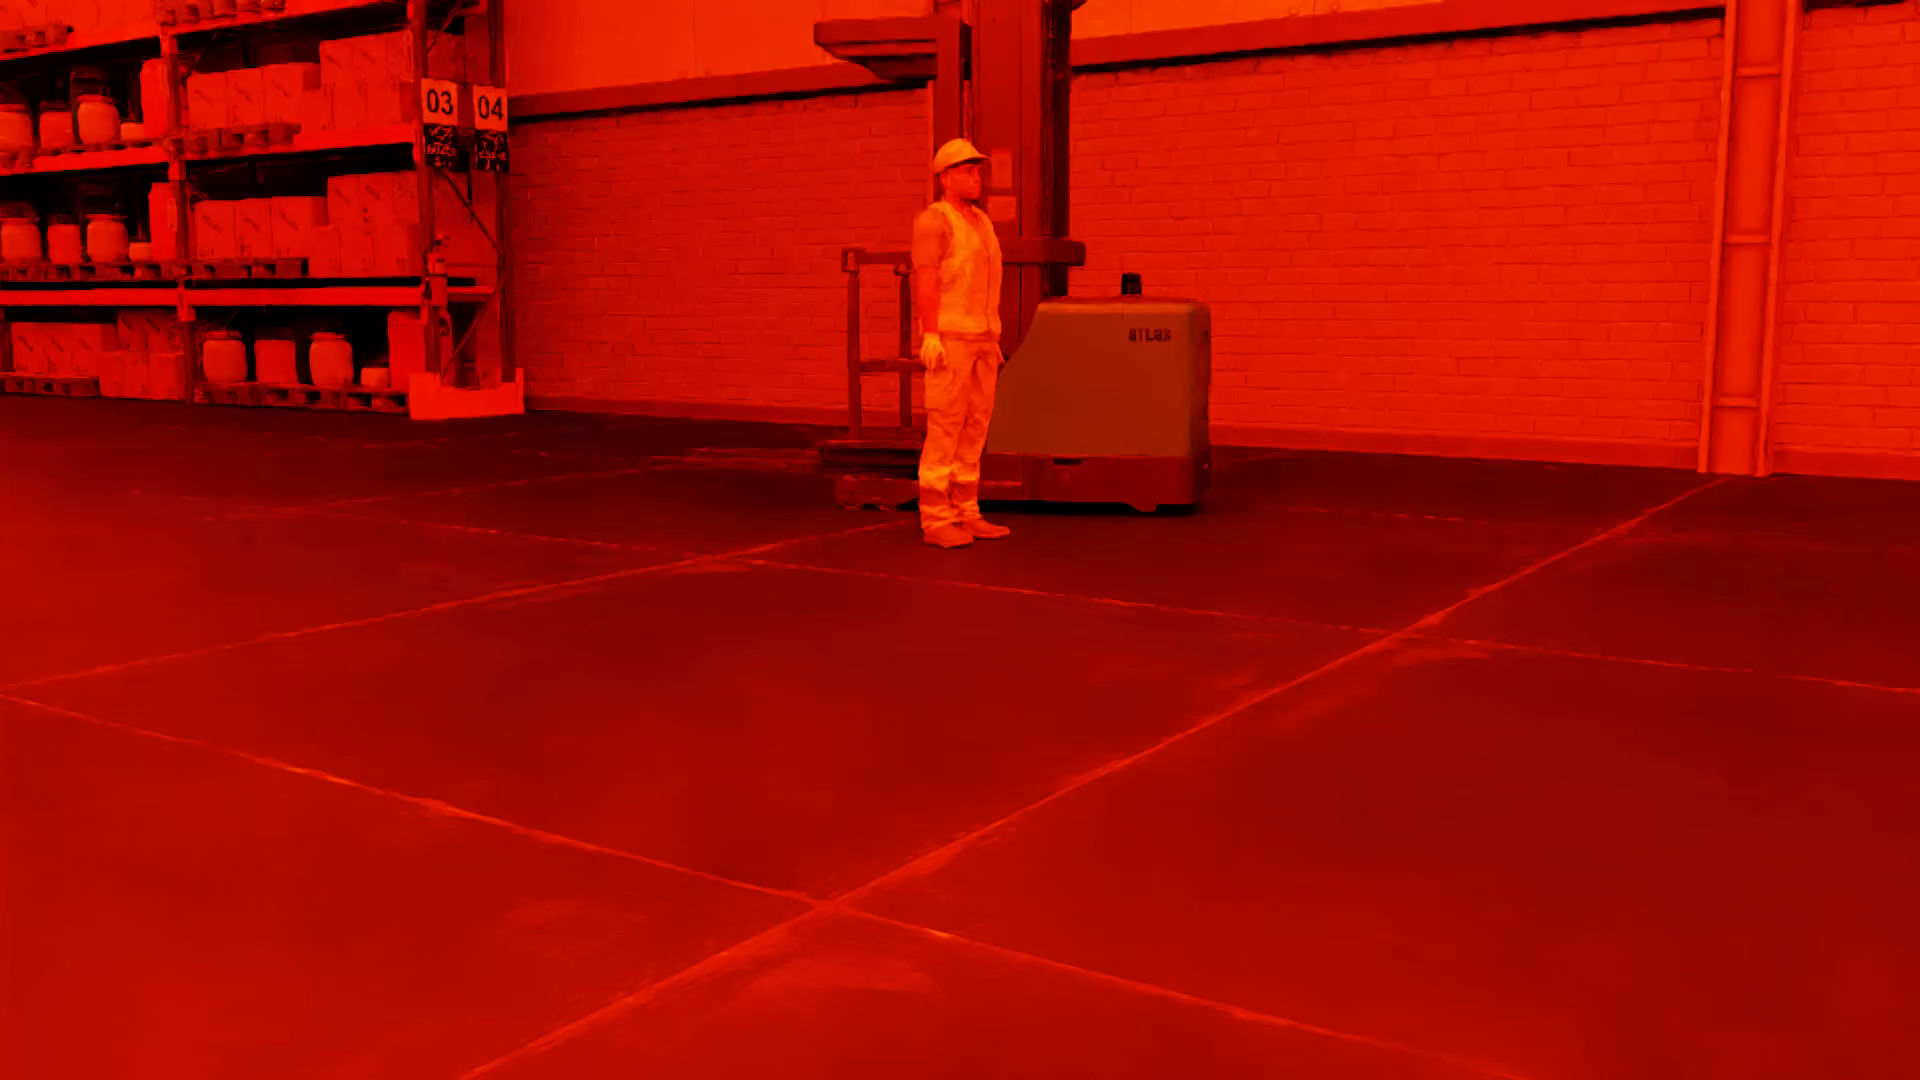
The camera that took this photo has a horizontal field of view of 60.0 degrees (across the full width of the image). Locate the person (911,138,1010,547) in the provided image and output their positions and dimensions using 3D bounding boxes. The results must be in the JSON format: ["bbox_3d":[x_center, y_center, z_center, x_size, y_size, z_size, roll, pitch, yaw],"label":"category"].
[{"bbox_3d":[0.018,-0.885,7.467,0.349,1.795,0.540,5,10,34],"label":"person"}]

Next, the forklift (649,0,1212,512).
[{"bbox_3d":[-0.177,-1.679,9.003,3.031,2.935,1.130,2,8,14],"label":"forklift"}]
